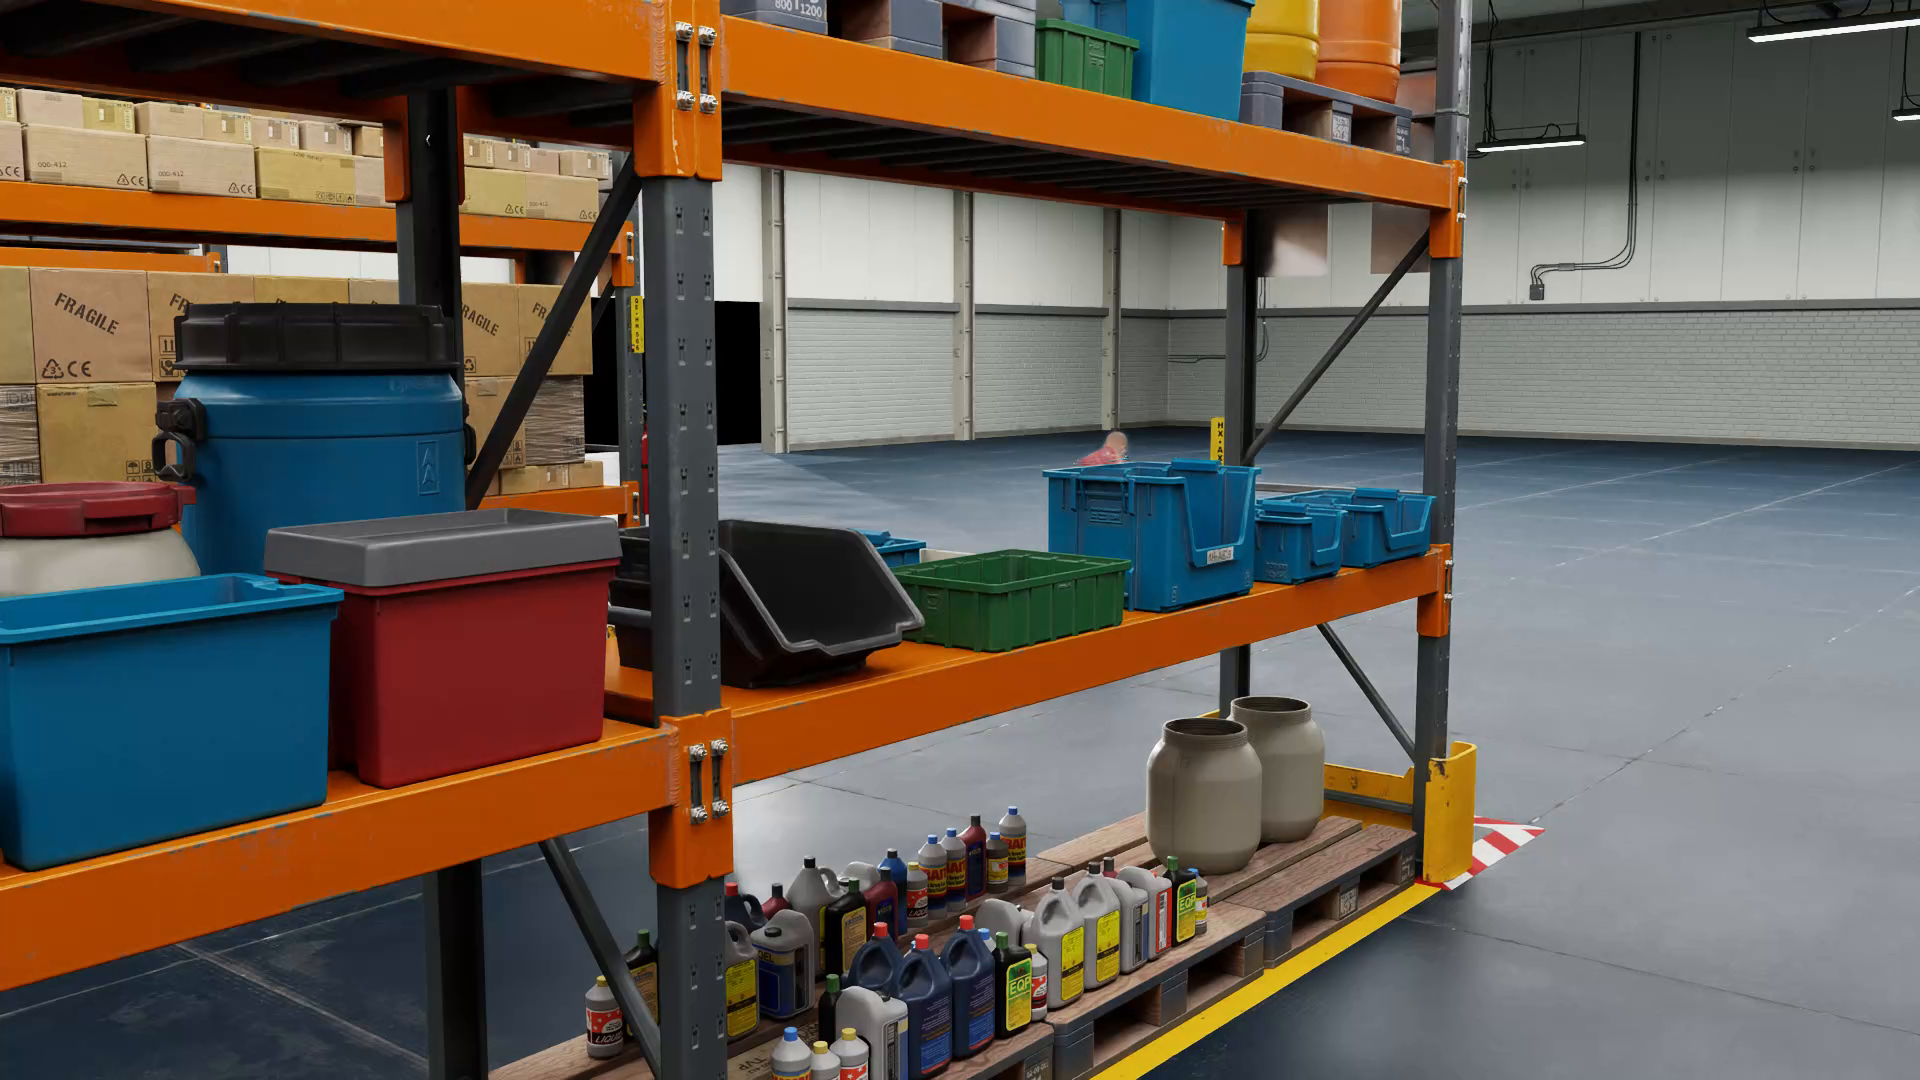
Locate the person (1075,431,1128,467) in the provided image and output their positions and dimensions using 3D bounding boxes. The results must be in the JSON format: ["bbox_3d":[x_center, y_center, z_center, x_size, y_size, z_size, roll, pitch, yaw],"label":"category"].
[{"bbox_3d":[0.984,-0.029,12.062,0.479,1.502,0.778,5,8,37],"label":"person"}]
